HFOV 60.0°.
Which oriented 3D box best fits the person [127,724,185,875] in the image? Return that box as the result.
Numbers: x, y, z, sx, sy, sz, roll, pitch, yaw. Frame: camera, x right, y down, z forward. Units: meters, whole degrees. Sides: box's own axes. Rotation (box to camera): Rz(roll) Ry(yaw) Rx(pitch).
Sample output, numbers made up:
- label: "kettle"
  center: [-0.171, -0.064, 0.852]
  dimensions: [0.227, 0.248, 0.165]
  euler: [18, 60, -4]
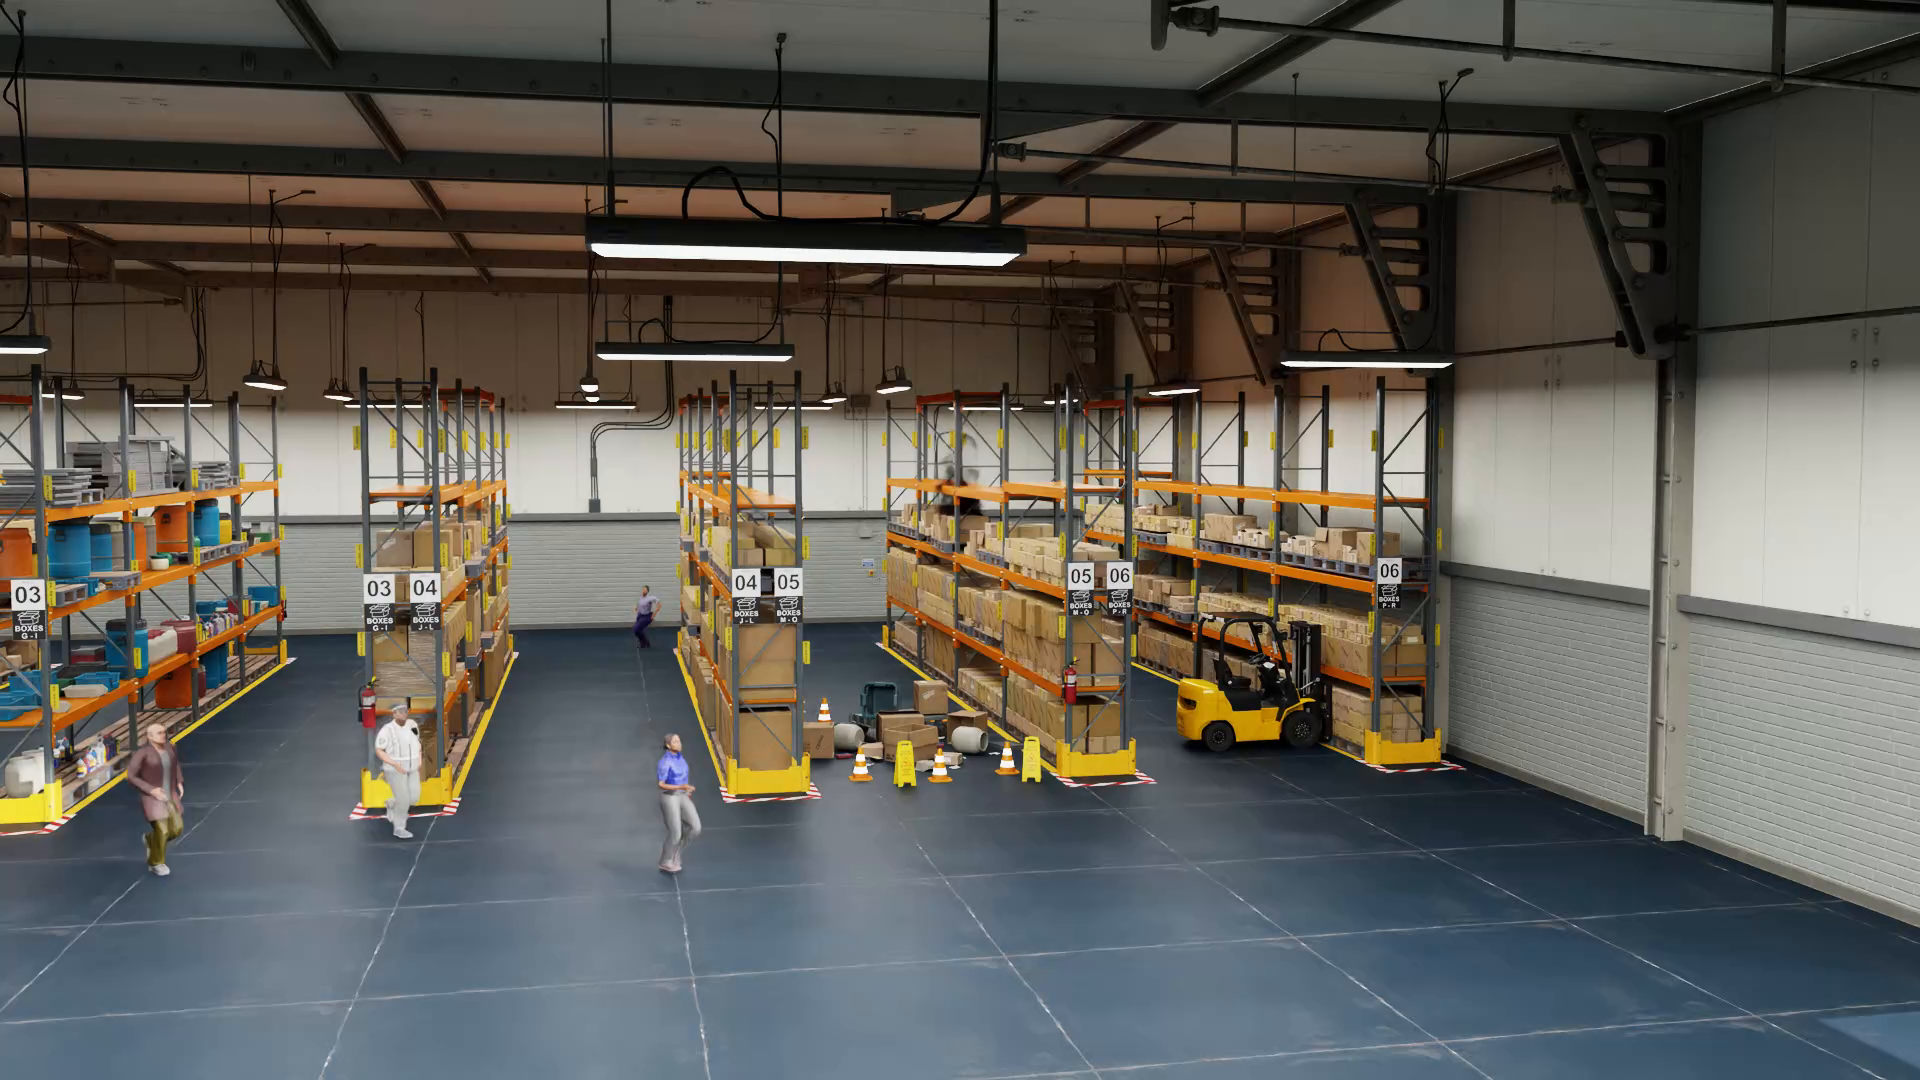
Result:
- label: "person"
  center: [-9.314, 2.992, 19.288]
  dimensions: [0.658, 1.737, 0.743]
  euler: [1, 4, 23]

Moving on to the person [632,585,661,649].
- label: "person"
  center: [-7.571, 1.855, 39.896]
  dimensions: [0.762, 1.560, 0.630]
  euler: [3, 5, 44]

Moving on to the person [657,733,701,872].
- label: "person"
  center: [-3.239, 3.036, 19.252]
  dimensions: [0.572, 1.618, 0.563]
  euler: [2, 4, 27]

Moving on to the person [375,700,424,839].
- label: "person"
  center: [-7.110, 2.876, 21.072]
  dimensions: [0.680, 1.752, 0.673]
  euler: [2, 4, 36]
